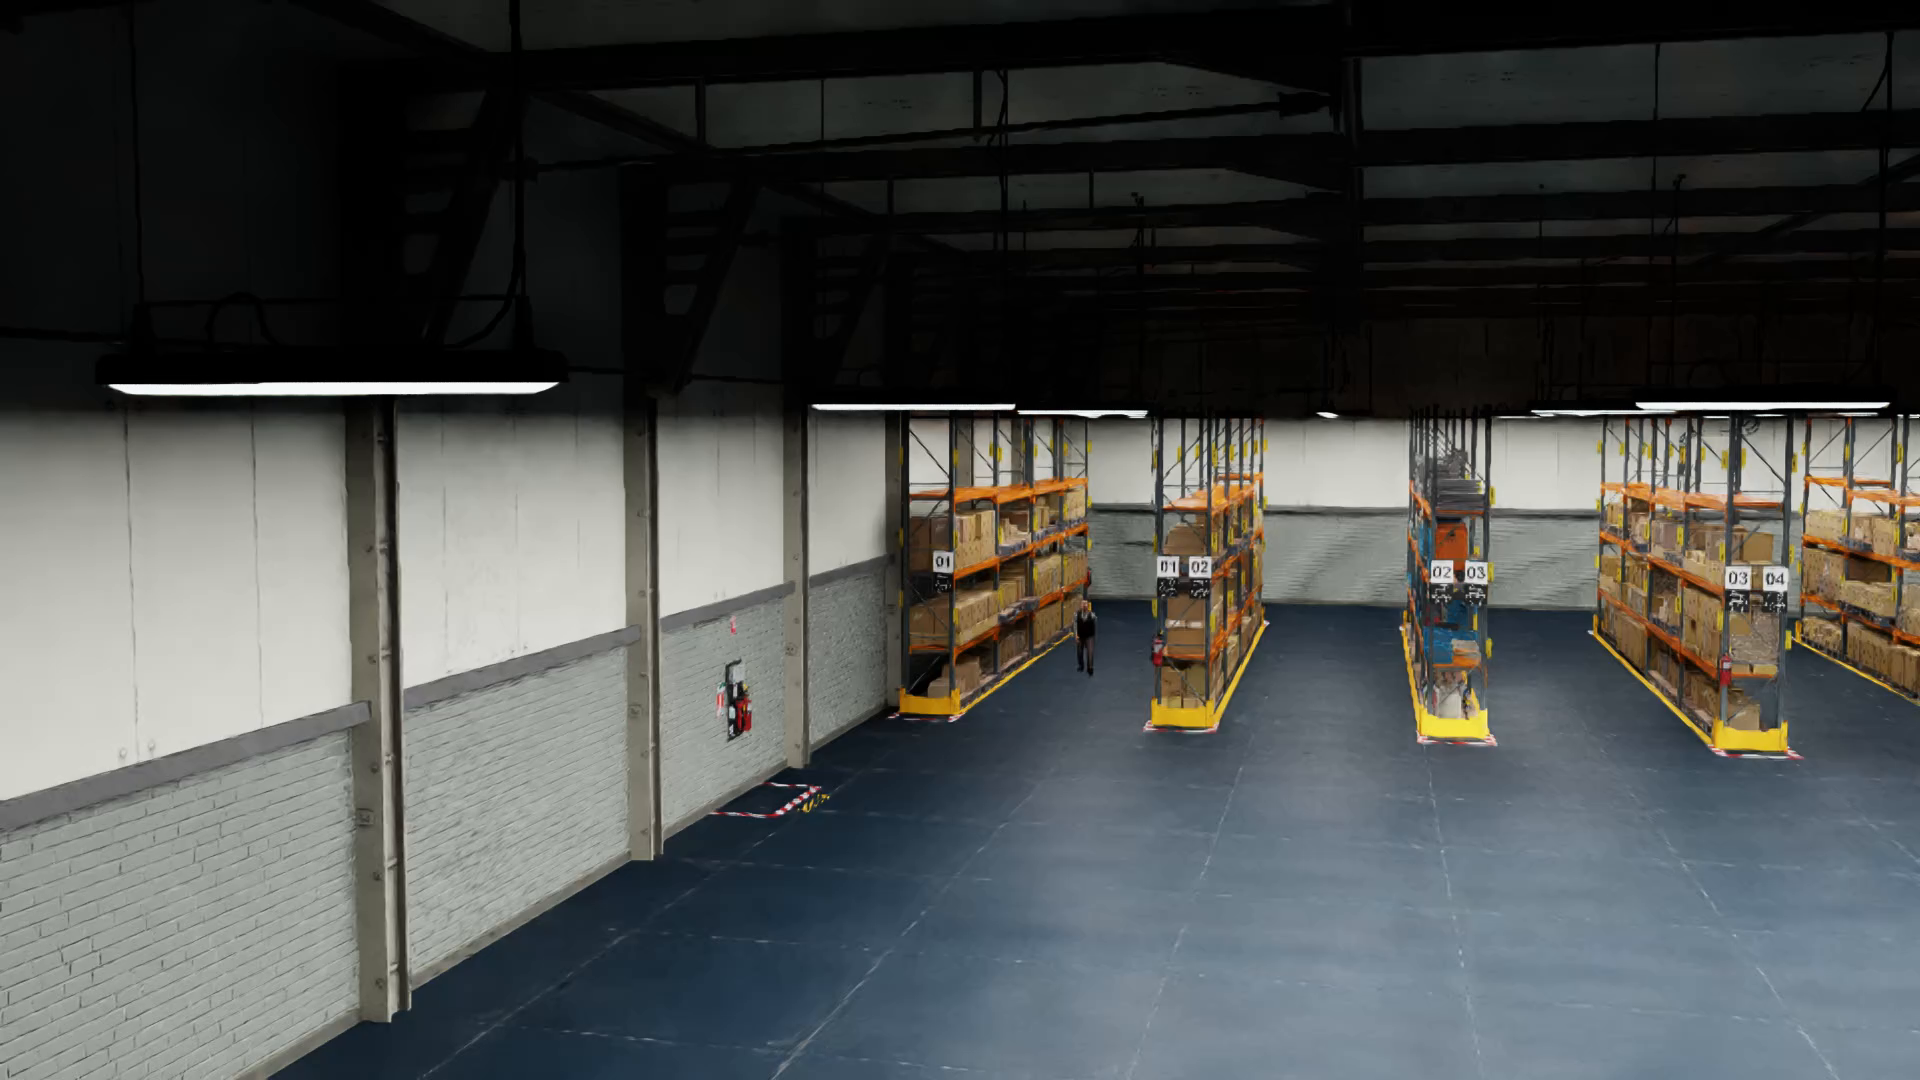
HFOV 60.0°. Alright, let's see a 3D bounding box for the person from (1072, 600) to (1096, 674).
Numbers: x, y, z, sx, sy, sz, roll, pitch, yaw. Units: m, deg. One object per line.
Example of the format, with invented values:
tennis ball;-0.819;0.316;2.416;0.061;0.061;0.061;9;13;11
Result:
person;2.813;2.220;37.700;0.538;1.582;1.026;0;4;6
